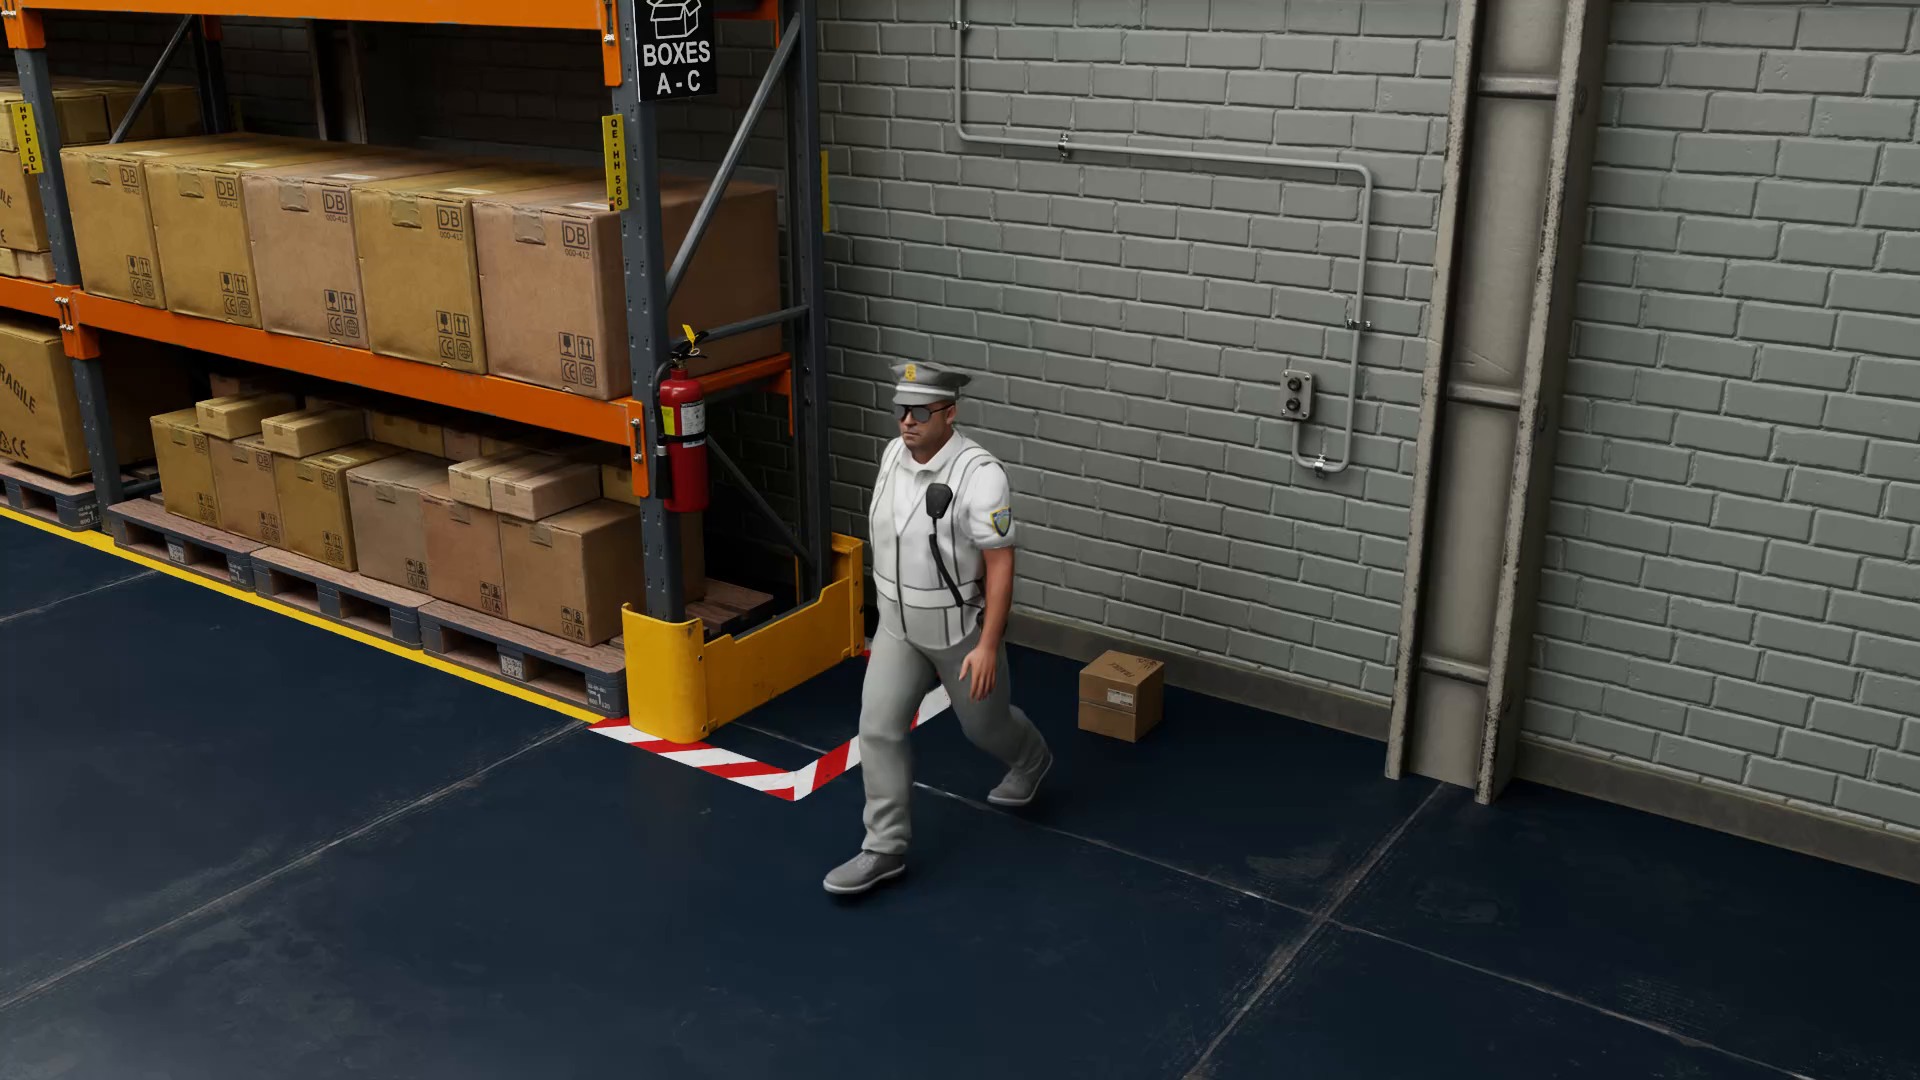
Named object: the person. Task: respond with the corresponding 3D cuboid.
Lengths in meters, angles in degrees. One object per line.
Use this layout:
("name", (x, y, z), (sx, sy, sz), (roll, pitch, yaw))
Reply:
("person", (-0.030, 0.238, 5.375), (0.557, 1.722, 1.034), (14, 24, 34))
